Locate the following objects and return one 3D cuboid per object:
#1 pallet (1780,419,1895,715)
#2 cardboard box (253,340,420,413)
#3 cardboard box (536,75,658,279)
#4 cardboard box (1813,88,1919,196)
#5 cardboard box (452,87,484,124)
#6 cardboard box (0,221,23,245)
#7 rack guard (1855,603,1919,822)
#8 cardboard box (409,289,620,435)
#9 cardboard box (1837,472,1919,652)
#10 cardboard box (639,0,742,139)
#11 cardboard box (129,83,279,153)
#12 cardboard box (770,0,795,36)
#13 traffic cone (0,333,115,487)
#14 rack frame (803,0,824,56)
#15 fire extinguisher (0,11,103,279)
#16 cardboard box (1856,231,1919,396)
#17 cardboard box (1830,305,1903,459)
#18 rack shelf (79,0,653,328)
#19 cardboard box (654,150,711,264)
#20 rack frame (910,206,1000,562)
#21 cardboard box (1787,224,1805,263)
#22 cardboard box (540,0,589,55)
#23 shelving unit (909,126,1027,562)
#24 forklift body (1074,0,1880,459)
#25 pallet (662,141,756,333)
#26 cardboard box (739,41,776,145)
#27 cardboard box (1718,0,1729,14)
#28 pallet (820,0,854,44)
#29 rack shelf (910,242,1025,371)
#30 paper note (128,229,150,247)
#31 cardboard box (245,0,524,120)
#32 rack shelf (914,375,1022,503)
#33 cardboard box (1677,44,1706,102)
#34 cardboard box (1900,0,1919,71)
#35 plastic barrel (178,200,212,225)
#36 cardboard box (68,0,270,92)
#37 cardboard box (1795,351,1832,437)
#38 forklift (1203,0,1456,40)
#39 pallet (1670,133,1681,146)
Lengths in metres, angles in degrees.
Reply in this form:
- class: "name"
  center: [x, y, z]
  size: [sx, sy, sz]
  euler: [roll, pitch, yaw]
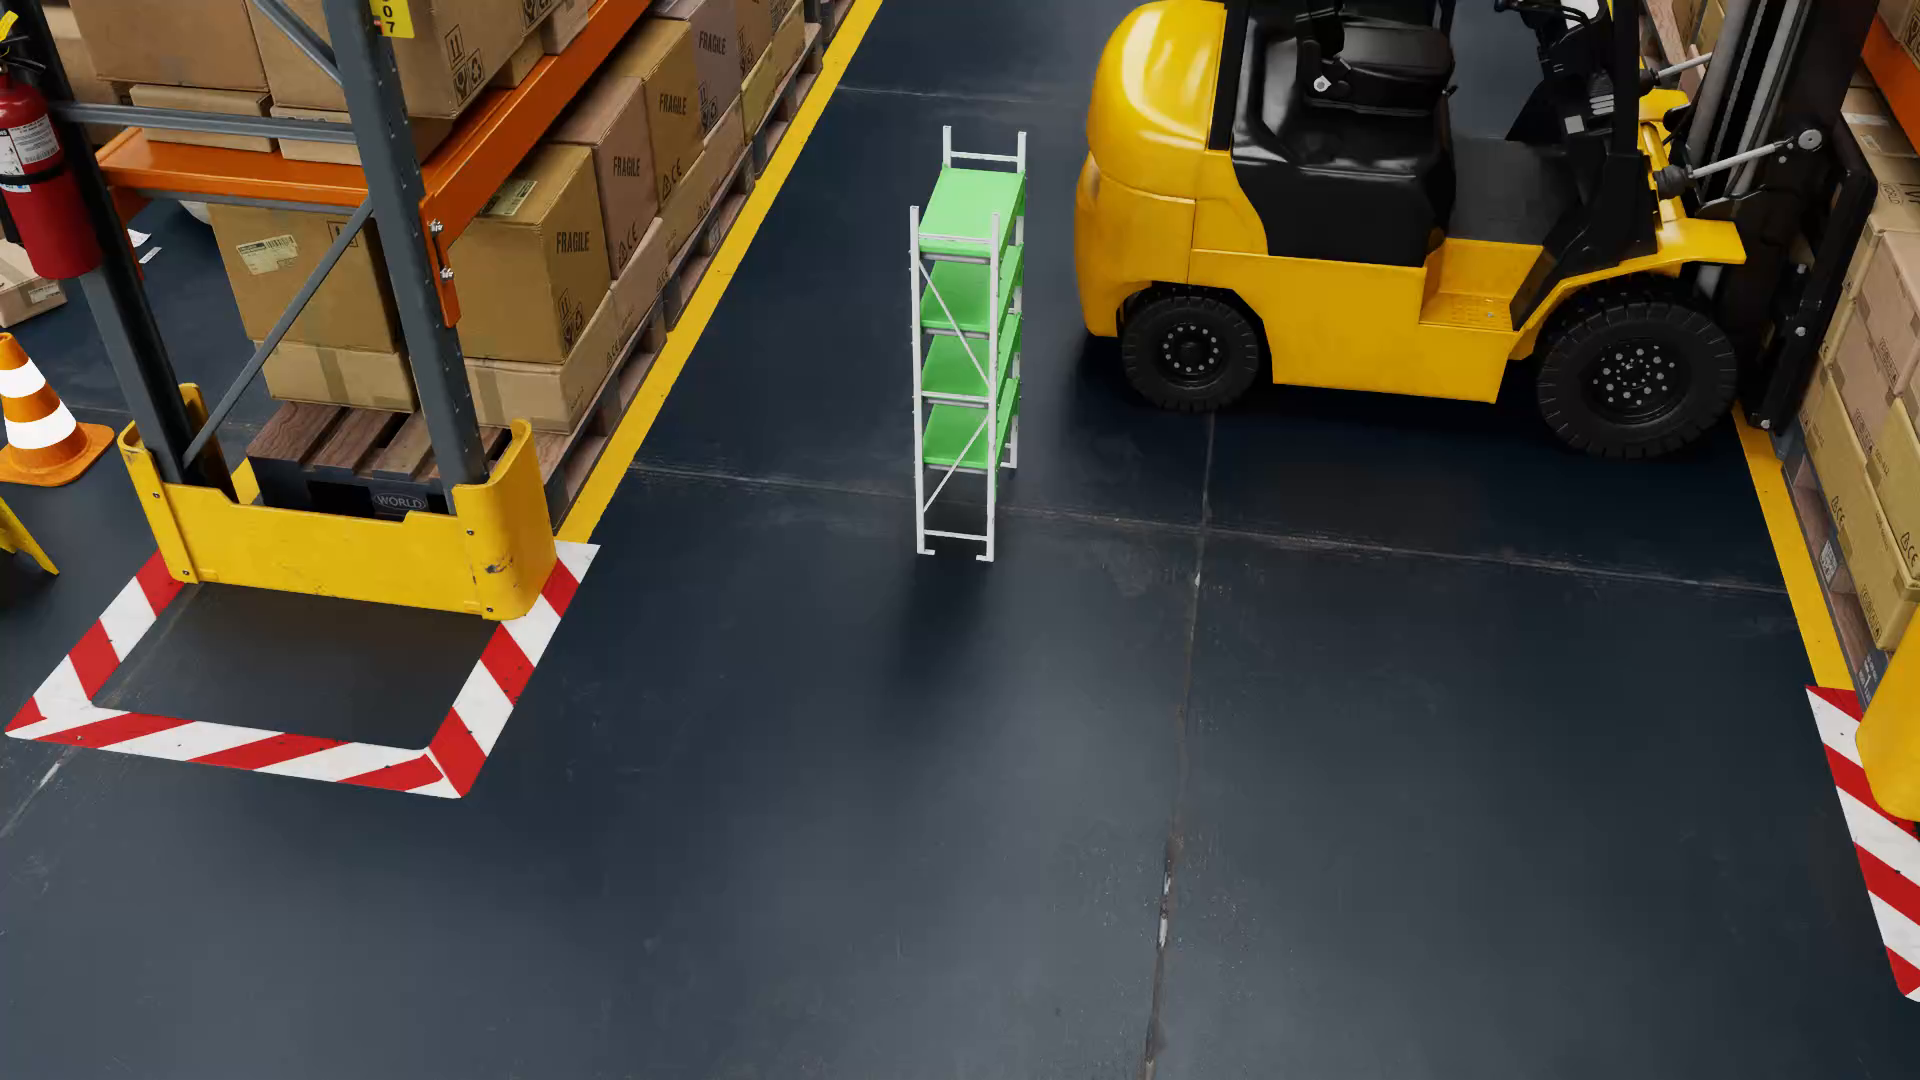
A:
- class: "pallet"
  center: [3.120, 0.102, 4.961]
  size: [1.003, 0.211, 1.213]
  euler: [6, 40, 8]
- class: "cardboard box"
  center: [-1.982, -0.687, 5.555]
  size: [0.500, 0.250, 0.500]
  euler: [6, 40, 7]
- class: "cardboard box"
  center: [-1.359, -1.244, 5.640]
  size: [0.500, 0.500, 0.500]
  euler: [5, 40, 6]
- class: "cardboard box"
  center: [3.056, -1.255, 5.458]
  size: [0.500, 0.250, 0.500]
  euler: [6, 40, 7]
- class: "cardboard box"
  center: [-1.569, -1.287, 4.649]
  size: [0.380, 0.149, 0.250]
  euler: [7, 40, 8]
- class: "cardboard box"
  center: [-4.050, -1.452, 6.612]
  size: [0.797, 0.503, 0.637]
  euler: [-20, 44, -23]
- class: "rack guard"
  center: [3.025, 0.490, 4.265]
  size: [1.175, 0.500, 0.348]
  euler: [6, 40, 8]
- class: "cardboard box"
  center: [-1.449, -0.611, 5.463]
  size: [0.500, 0.250, 0.500]
  euler: [6, 40, 7]
- class: "cardboard box"
  center: [2.799, 0.080, 4.627]
  size: [0.500, 0.250, 0.500]
  euler: [7, 40, 8]
- class: "cardboard box"
  center: [-1.180, -1.894, 6.426]
  size: [0.500, 0.500, 0.500]
  euler: [8, 40, 10]
- class: "cardboard box"
  center: [-2.007, -1.195, 4.538]
  size: [0.380, 0.149, 0.250]
  euler: [8, 40, 9]
- class: "cardboard box"
  center: [-1.007, -2.534, 7.200]
  size: [0.500, 0.500, 0.500]
  euler: [6, 40, 7]
- class: "traffic cone"
  center: [-3.057, -0.467, 5.452]
  size: [0.336, 0.463, 0.334]
  euler: [6, 40, 8]
- class: "rack frame"
  center: [-1.169, -3.543, 7.182]
  size: [1.000, 3.000, 0.127]
  euler: [6, 40, 8]
- class: "fire extinguisher"
  center: [-2.334, -0.982, 4.145]
  size: [0.296, 0.674, 0.183]
  euler: [6, 40, 8]
- class: "cardboard box"
  center: [2.884, -0.620, 4.690]
  size: [0.500, 0.250, 0.500]
  euler: [7, 40, 8]
- class: "cardboard box"
  center: [2.902, -0.436, 4.860]
  size: [0.500, 0.250, 0.500]
  euler: [6, 40, 7]
- class: "rack shelf"
  center: [-1.515, -2.011, 5.893]
  size: [1.077, 0.370, 4.000]
  euler: [6, 40, 8]
- class: "cardboard box"
  center: [-1.271, -1.274, 6.266]
  size: [0.500, 0.250, 0.500]
  euler: [9, 40, 11]
- class: "rack frame"
  center: [-0.014, -0.413, 4.808]
  size: [0.240, 1.200, 0.015]
  euler: [6, 40, 8]
- class: "cardboard box"
  center: [3.061, -1.076, 5.634]
  size: [0.500, 0.250, 0.500]
  euler: [6, 40, 8]
- class: "cardboard box"
  center: [-1.353, -1.598, 5.026]
  size: [0.380, 0.149, 0.250]
  euler: [7, 40, 8]
- class: "shelving unit"
  center: [0.029, -0.566, 4.993]
  size: [0.258, 1.200, 0.503]
  euler: [6, 40, 8]
- class: "forklift body"
  center: [1.560, -1.552, 5.439]
  size: [2.313, 2.155, 1.214]
  euler: [6, 40, 8]
- class: "pallet"
  center: [-1.459, -1.275, 6.627]
  size: [1.003, 0.211, 1.213]
  euler: [6, 40, 8]
- class: "cardboard box"
  center: [-1.088, -1.910, 7.034]
  size: [0.500, 0.250, 0.500]
  euler: [5, 40, 6]
- class: "cardboard box"
  center: [3.328, -2.217, 6.621]
  size: [0.500, 0.250, 0.500]
  euler: [6, 40, 7]
- class: "pallet"
  center: [-1.035, -2.957, 8.661]
  size: [1.003, 0.211, 1.213]
  euler: [6, 40, 8]
- class: "rack shelf"
  center: [0.029, -0.702, 4.881]
  size: [0.258, 0.148, 0.480]
  euler: [6, 40, 8]
- class: "paper note"
  center: [-3.363, -1.214, 6.703]
  size: [0.148, 0.019, 0.142]
  euler: [20, 44, 23]
- class: "cardboard box"
  center: [-1.506, -1.453, 4.341]
  size: [0.500, 0.500, 0.500]
  euler: [6, 40, 7]
- class: "rack shelf"
  center: [0.029, -0.332, 5.187]
  size: [0.258, 0.148, 0.480]
  euler: [6, 40, 8]
- class: "cardboard box"
  center: [3.311, -1.833, 6.942]
  size: [0.500, 0.250, 0.500]
  euler: [7, 40, 8]
- class: "cardboard box"
  center: [3.042, -1.511, 4.645]
  size: [0.500, 0.500, 0.500]
  euler: [6, 40, 7]
- class: "plastic barrel"
  center: [-2.994, -1.503, 6.736]
  size: [0.421, 0.421, 0.512]
  euler: [-28, 47, -30]
- class: "cardboard box"
  center: [-2.038, -1.557, 4.468]
  size: [0.500, 0.500, 0.500]
  euler: [6, 40, 7]
- class: "cardboard box"
  center: [2.990, -0.544, 5.382]
  size: [0.500, 0.250, 0.500]
  euler: [7, 40, 8]
- class: "forklift"
  center: [1.475, -2.860, 6.409]
  size: [1.130, 2.935, 3.031]
  euler: [3, 40, 4]
- class: "pallet"
  center: [3.542, -1.429, 6.813]
  size: [1.003, 0.211, 1.213]
  euler: [6, 40, 8]
